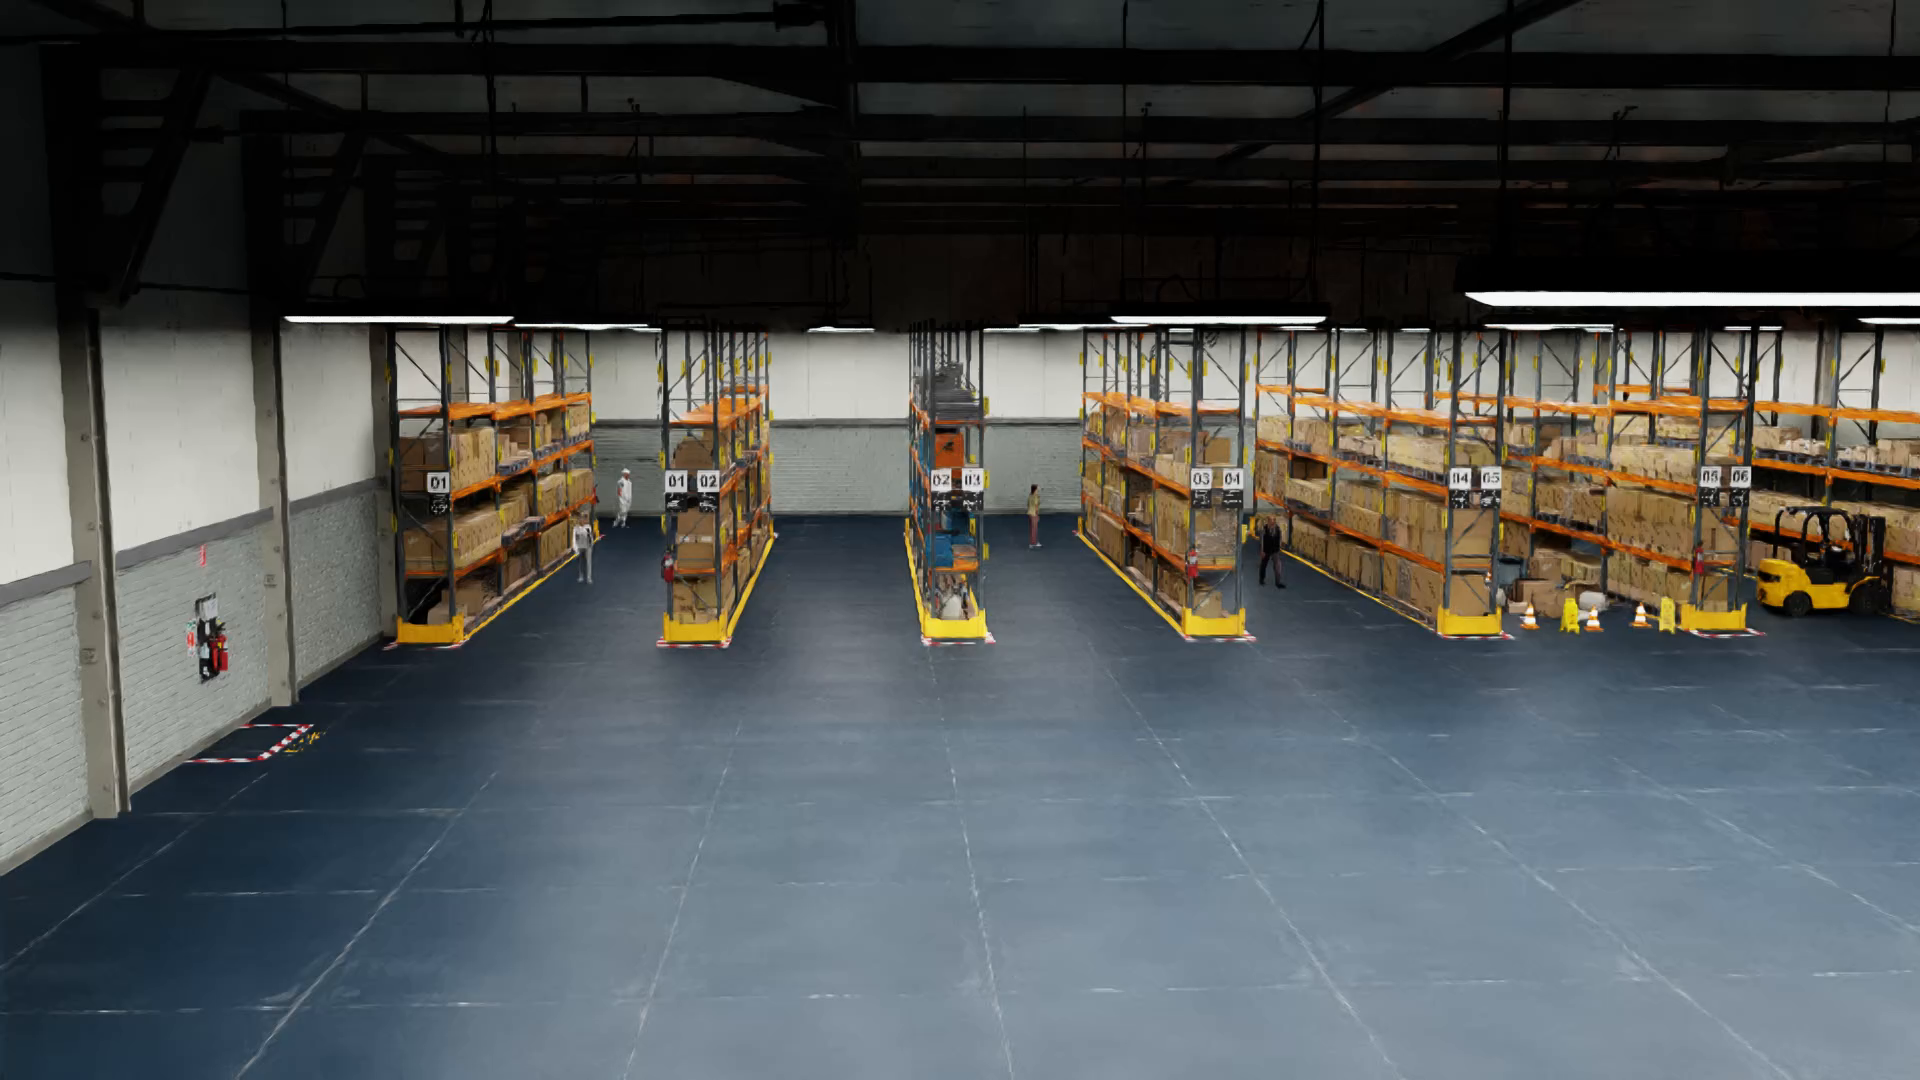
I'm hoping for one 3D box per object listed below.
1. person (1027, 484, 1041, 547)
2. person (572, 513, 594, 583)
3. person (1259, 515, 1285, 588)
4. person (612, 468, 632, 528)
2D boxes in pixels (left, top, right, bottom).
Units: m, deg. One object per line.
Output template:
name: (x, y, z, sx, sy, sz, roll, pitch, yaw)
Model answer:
person: (2.040, -0.670, 44.920, 0.454, 1.678, 0.540, -3, 8, -26)
person: (-8.700, 0.170, 38.358, 0.483, 1.615, 0.993, -1, 7, -11)
person: (7.032, 0.238, 37.694, 0.546, 1.644, 1.106, -1, 7, -5)
person: (-9.952, -1.223, 49.003, 0.460, 1.780, 0.704, 3, 8, 26)
